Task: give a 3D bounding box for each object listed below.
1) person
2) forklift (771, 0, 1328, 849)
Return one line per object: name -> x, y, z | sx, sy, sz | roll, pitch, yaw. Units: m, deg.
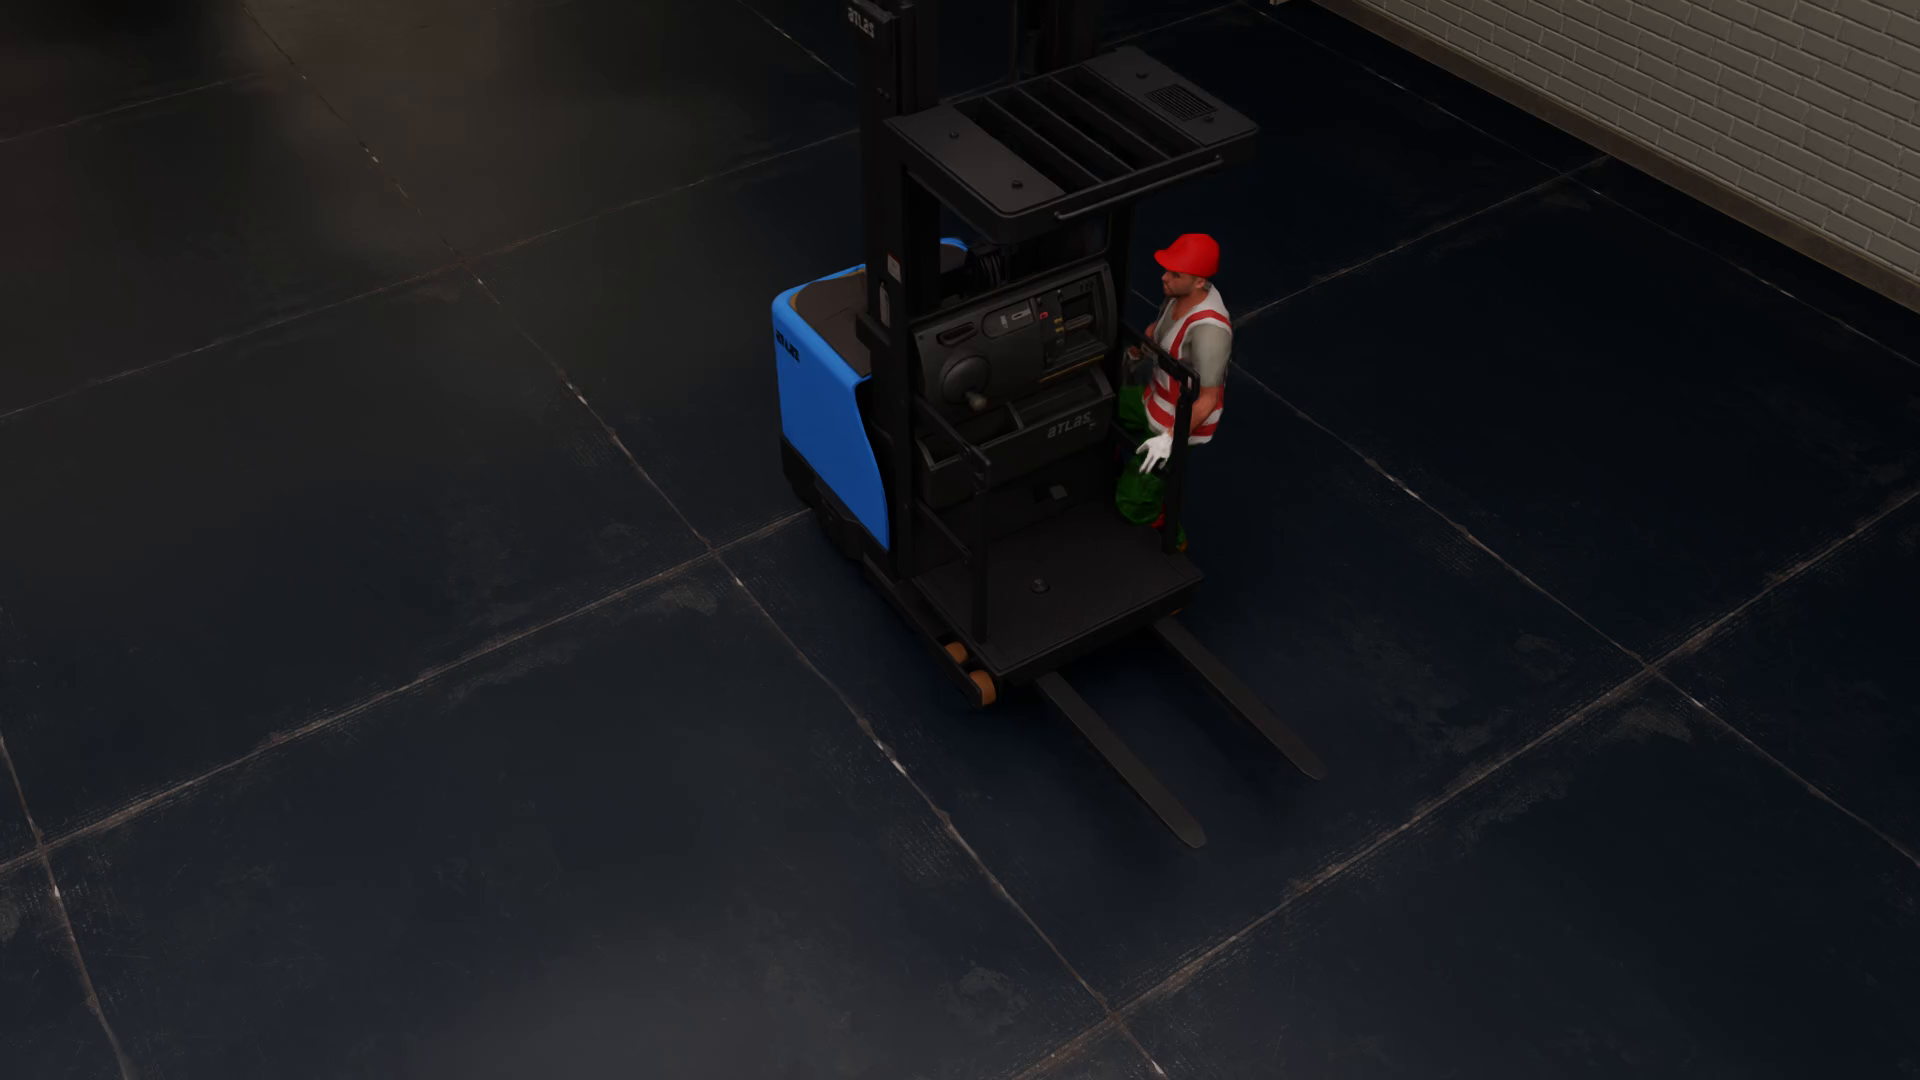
person -> 0.813, -0.601, 7.243 | 0.610, 1.688, 0.778 | -5, 43, -5
forklift -> 0.351, -0.731, 6.508 | 1.130, 2.935, 3.031 | -24, 48, -23
